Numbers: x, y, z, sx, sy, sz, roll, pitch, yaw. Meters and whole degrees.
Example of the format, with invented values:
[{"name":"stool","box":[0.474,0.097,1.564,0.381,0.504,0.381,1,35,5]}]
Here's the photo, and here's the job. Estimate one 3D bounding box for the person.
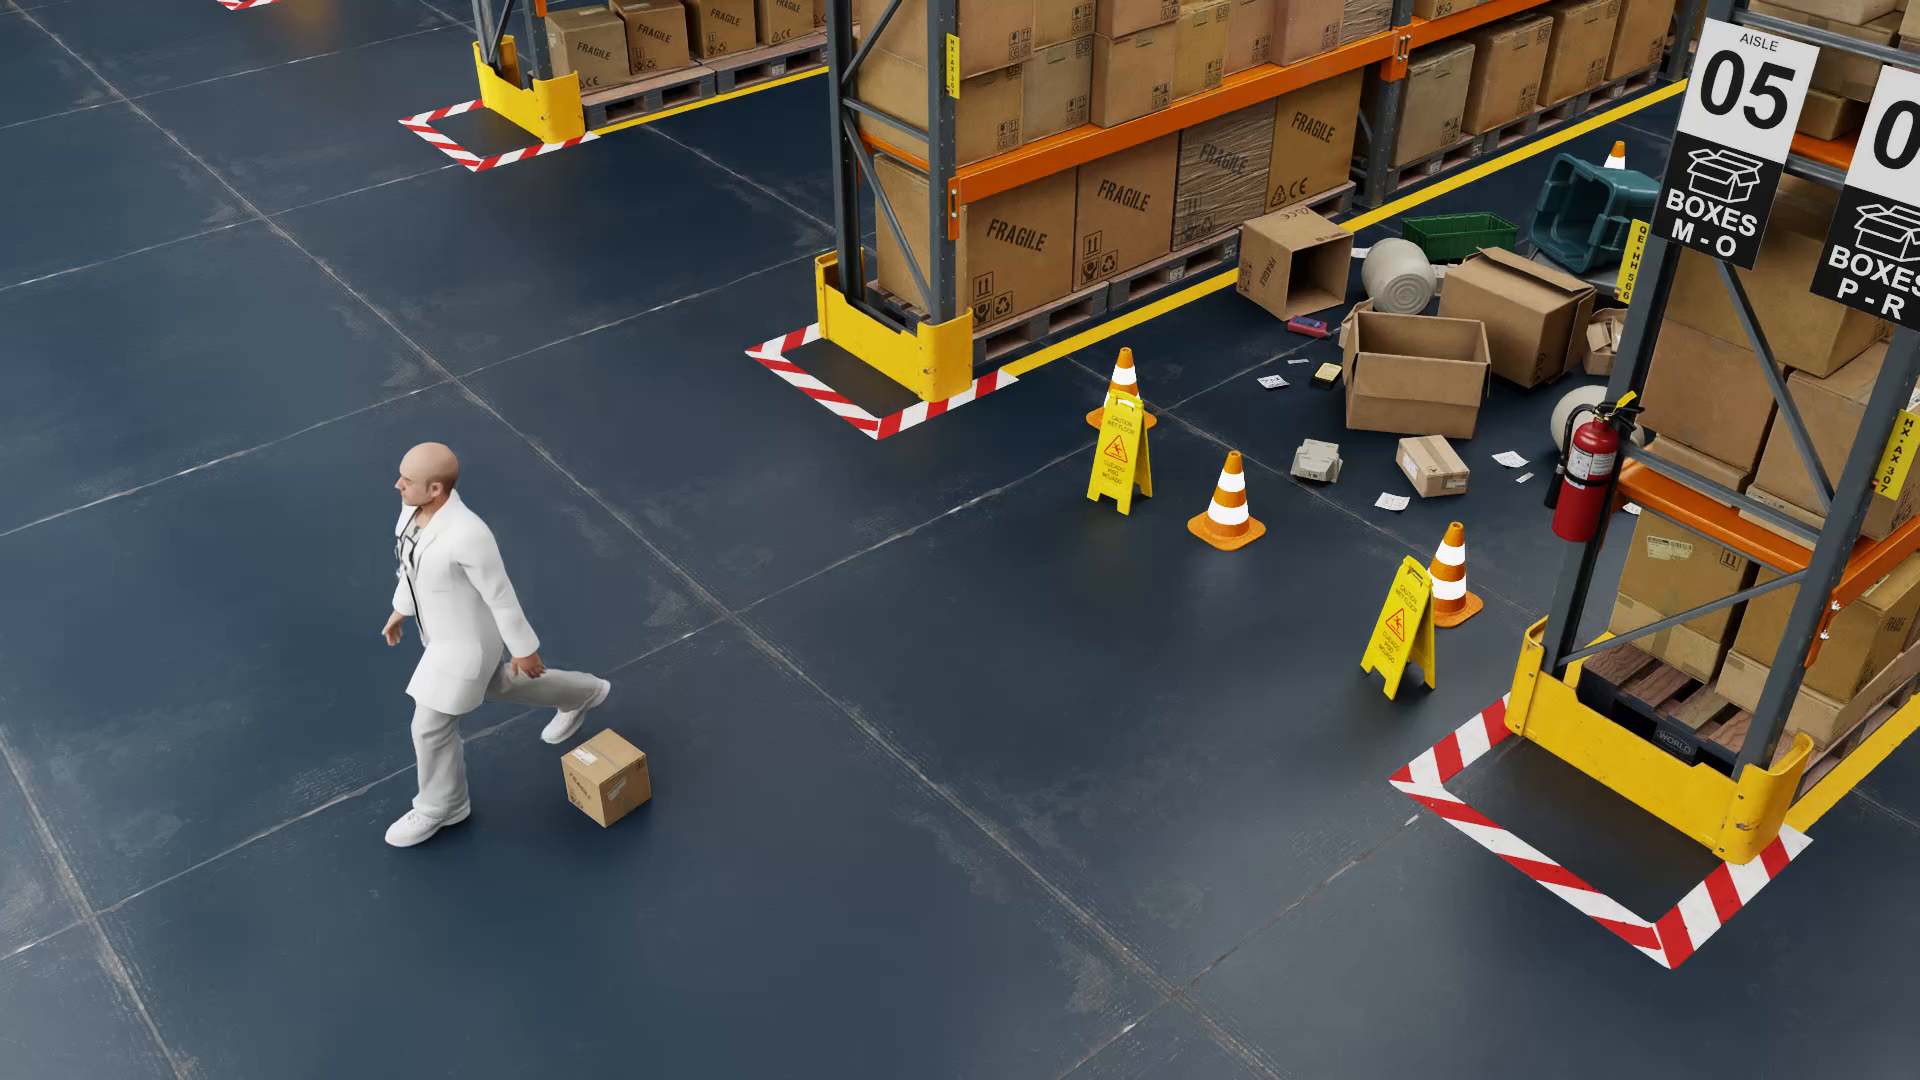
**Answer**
[{"name":"person","box":[-1.942,0.339,6.617,1.096,1.732,0.619,-22,41,-28]}]
